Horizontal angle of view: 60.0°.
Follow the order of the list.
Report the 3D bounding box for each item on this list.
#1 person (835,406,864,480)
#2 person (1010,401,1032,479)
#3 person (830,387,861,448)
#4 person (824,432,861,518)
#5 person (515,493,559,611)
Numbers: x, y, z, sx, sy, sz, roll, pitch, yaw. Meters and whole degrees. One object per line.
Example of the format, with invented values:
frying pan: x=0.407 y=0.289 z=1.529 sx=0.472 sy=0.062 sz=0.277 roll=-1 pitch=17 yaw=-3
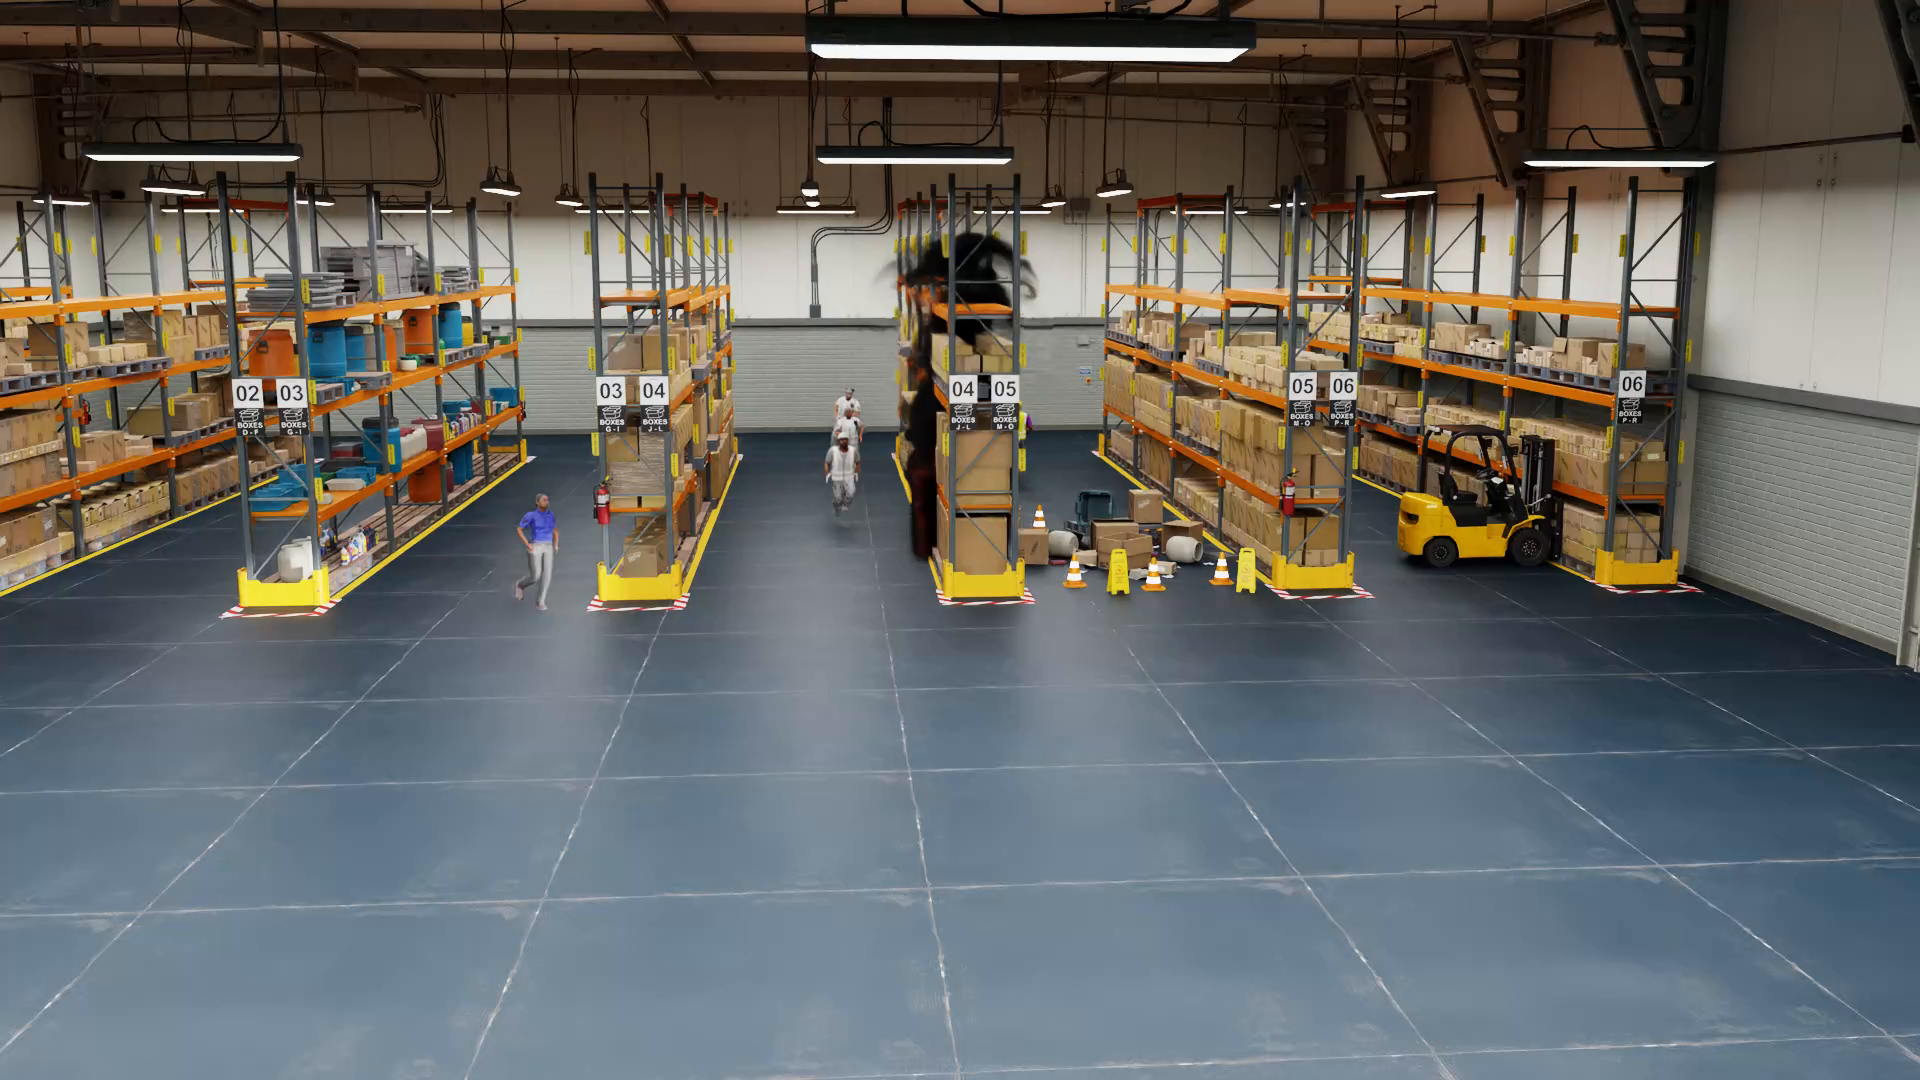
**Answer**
person: x=-2.355 y=-2.028 z=35.452 sx=0.617 sy=1.678 sz=0.920 roll=0 pitch=10 yaw=-3
person: x=1.200 y=-2.214 z=36.241 sx=0.690 sy=1.719 sz=0.568 roll=-2 pitch=10 yaw=-10
person: x=-2.748 y=-2.778 z=39.563 sx=0.804 sy=1.745 sz=0.833 roll=2 pitch=10 yaw=9
person: x=-2.100 y=-1.159 z=29.947 sx=0.668 sy=1.598 sz=0.756 roll=-2 pitch=10 yaw=-11
person: x=-5.878 y=0.144 z=23.337 sx=0.665 sy=1.604 sz=0.650 roll=10 pitch=14 yaw=44
